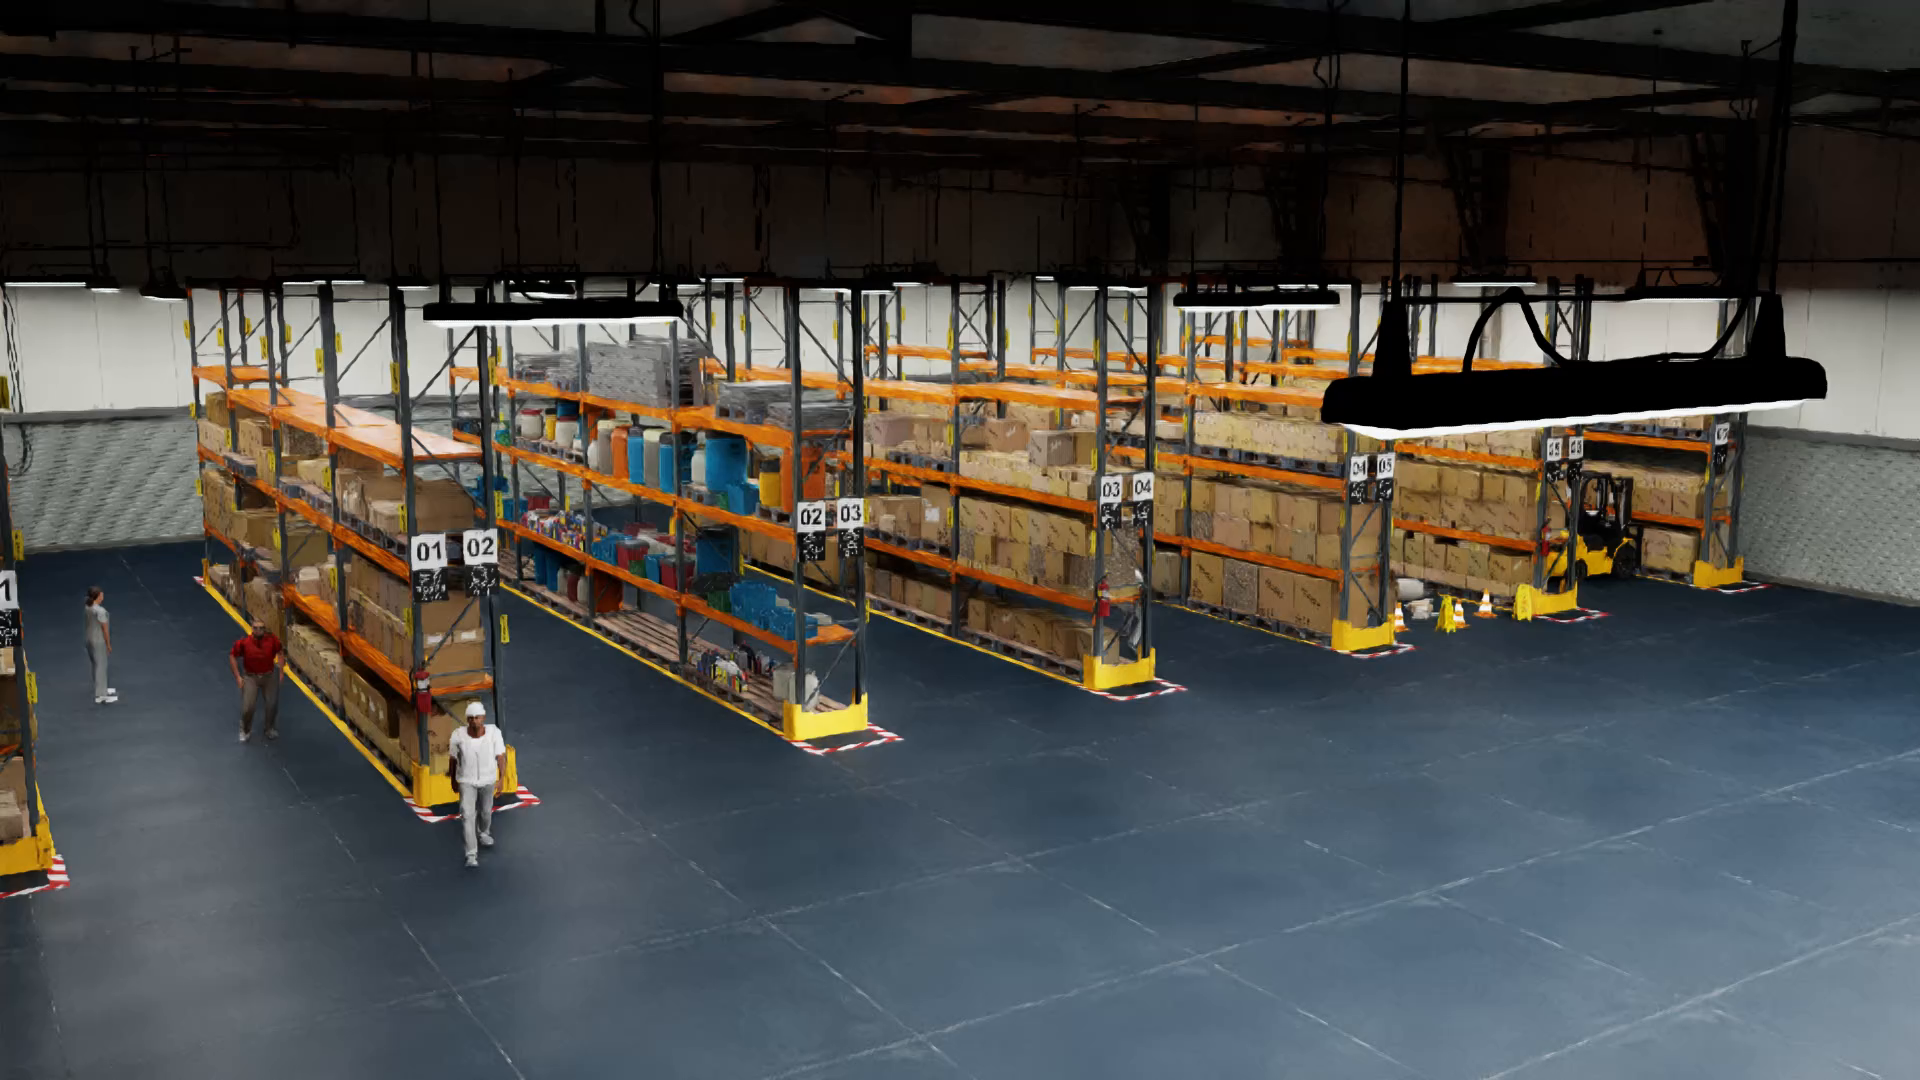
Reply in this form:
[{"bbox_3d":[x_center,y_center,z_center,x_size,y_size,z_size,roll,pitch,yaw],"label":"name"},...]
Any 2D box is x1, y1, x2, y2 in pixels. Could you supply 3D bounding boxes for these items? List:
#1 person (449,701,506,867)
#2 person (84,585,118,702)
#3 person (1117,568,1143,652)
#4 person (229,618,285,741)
[{"bbox_3d":[-5.117,2.547,17.686,0.567,1.708,1.041,-4,10,-23],"label":"person"},{"bbox_3d":[-12.427,1.481,24.080,0.537,1.677,0.454,6,11,33],"label":"person"},{"bbox_3d":[2.795,0.989,26.966,0.531,1.601,0.594,5,11,29],"label":"person"},{"bbox_3d":[-9.327,1.836,22.093,0.666,1.675,0.535,-6,12,-34],"label":"person"}]
